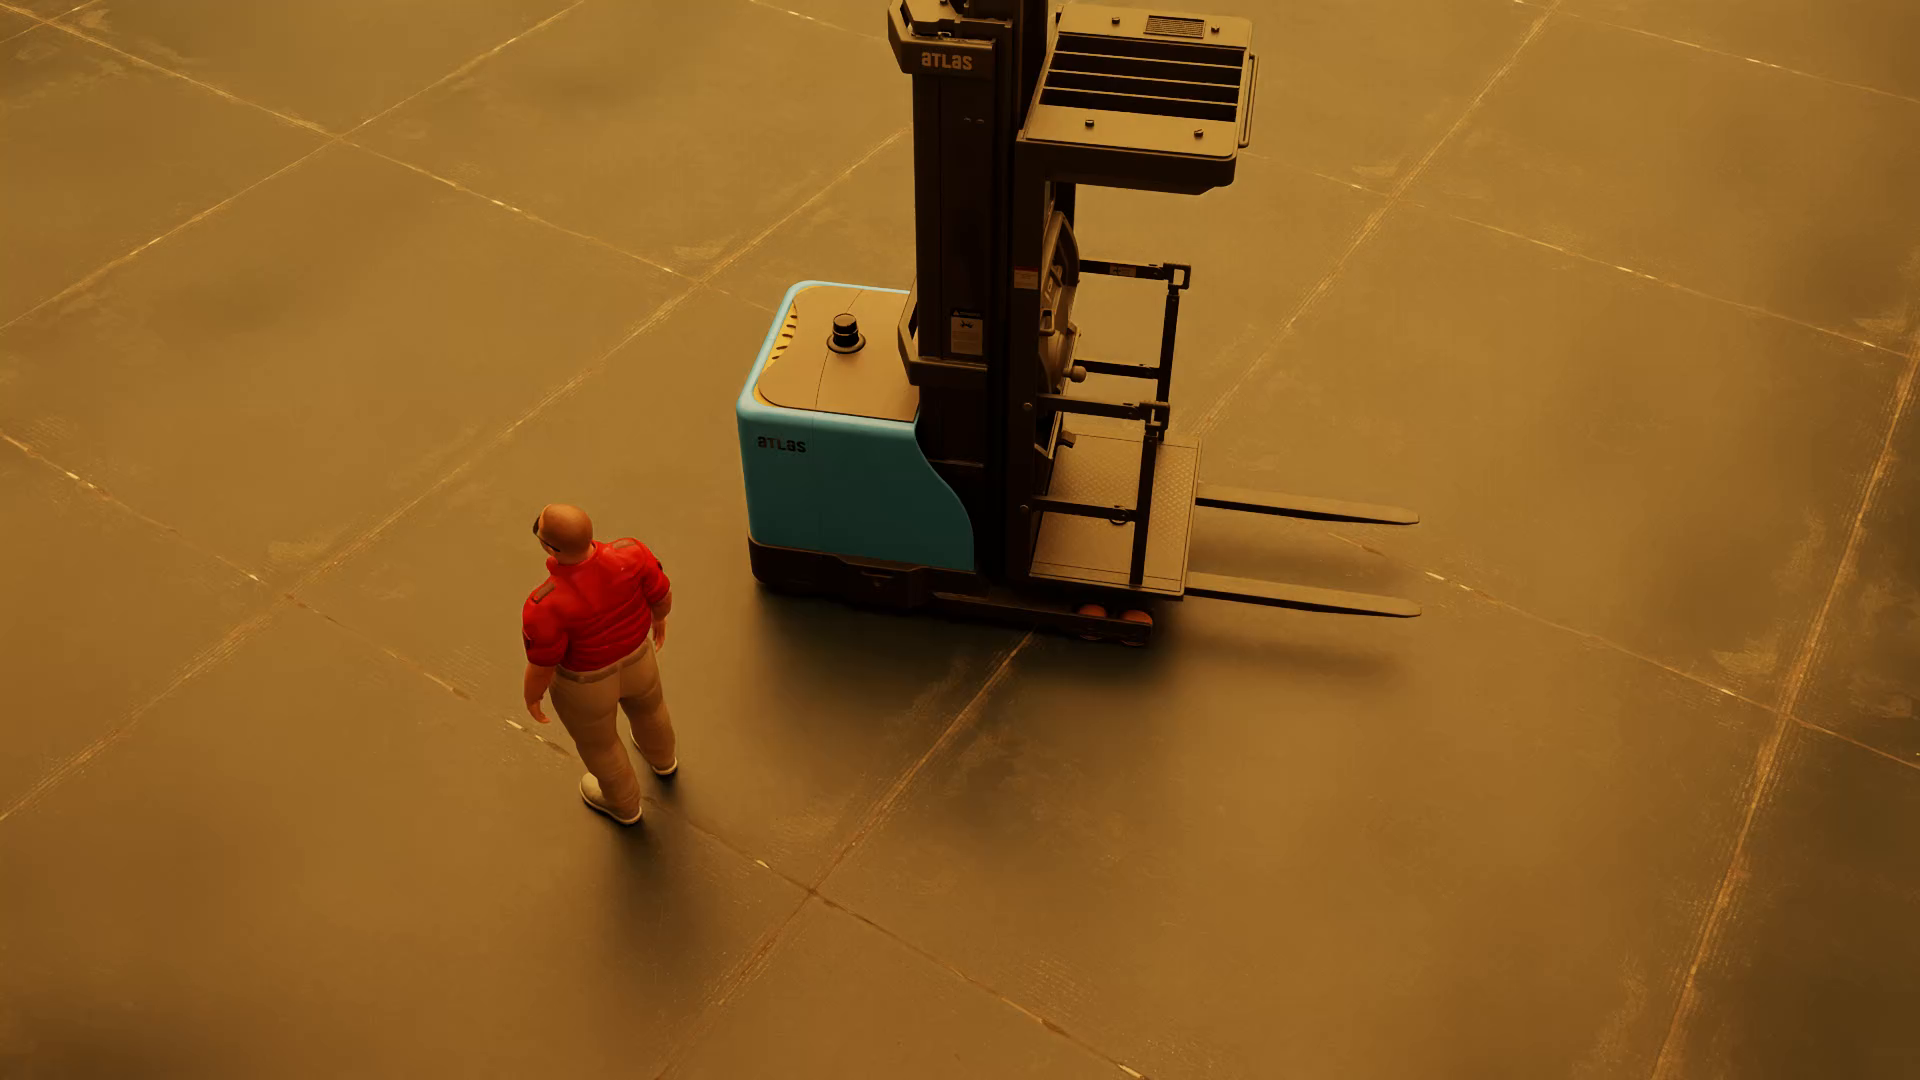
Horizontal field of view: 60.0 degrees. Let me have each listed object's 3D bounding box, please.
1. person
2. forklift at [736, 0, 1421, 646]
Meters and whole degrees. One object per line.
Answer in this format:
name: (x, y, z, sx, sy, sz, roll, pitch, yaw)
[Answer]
person: (-1.393, 0.428, 6.261, 0.640, 1.728, 0.551, -32, 52, -29)
forklift: (0.598, -0.987, 6.890, 3.031, 2.935, 1.130, 7, 44, 8)
